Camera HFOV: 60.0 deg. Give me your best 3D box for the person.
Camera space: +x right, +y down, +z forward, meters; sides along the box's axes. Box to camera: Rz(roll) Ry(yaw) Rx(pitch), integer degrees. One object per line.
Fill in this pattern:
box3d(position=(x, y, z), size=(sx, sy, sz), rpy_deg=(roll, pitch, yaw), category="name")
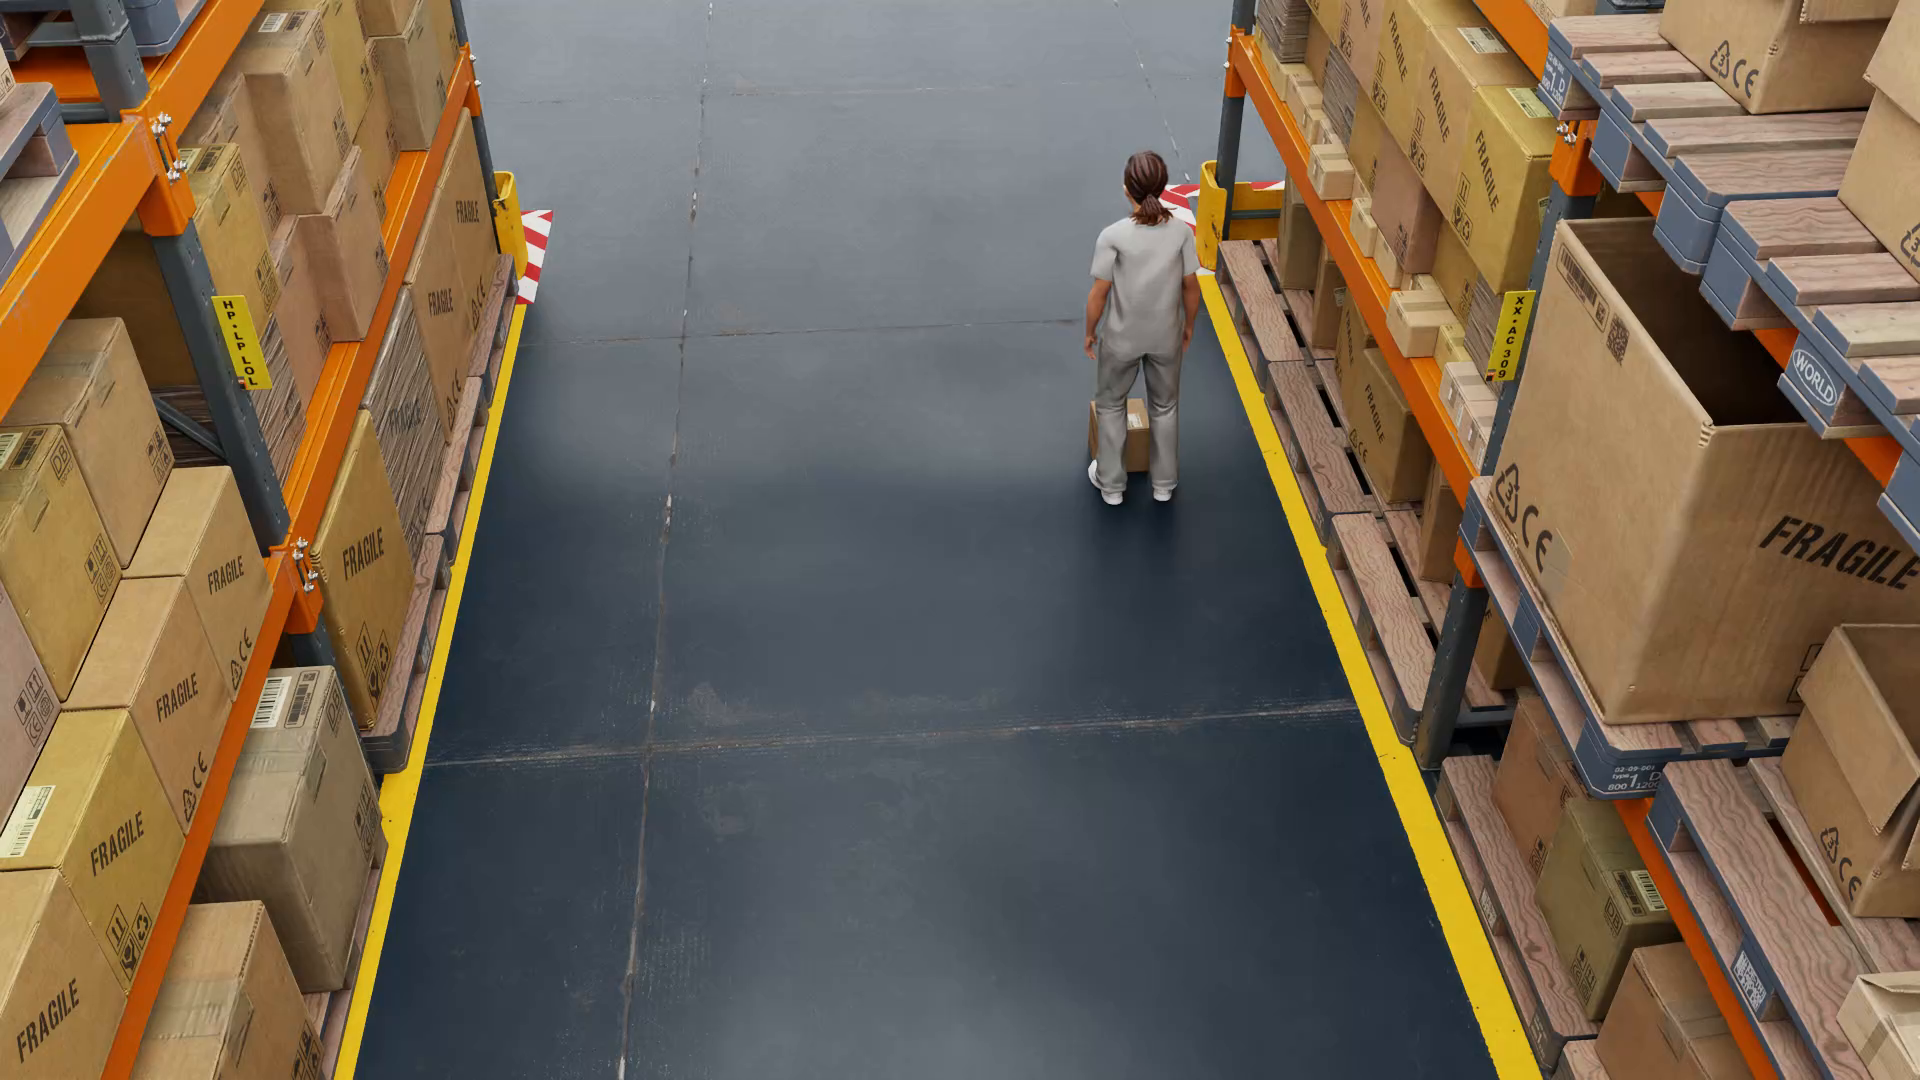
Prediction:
box3d(position=(0.786, -0.888, 7.242), size=(0.498, 1.672, 0.353), rpy_deg=(-4, 39, -5), category="person")
